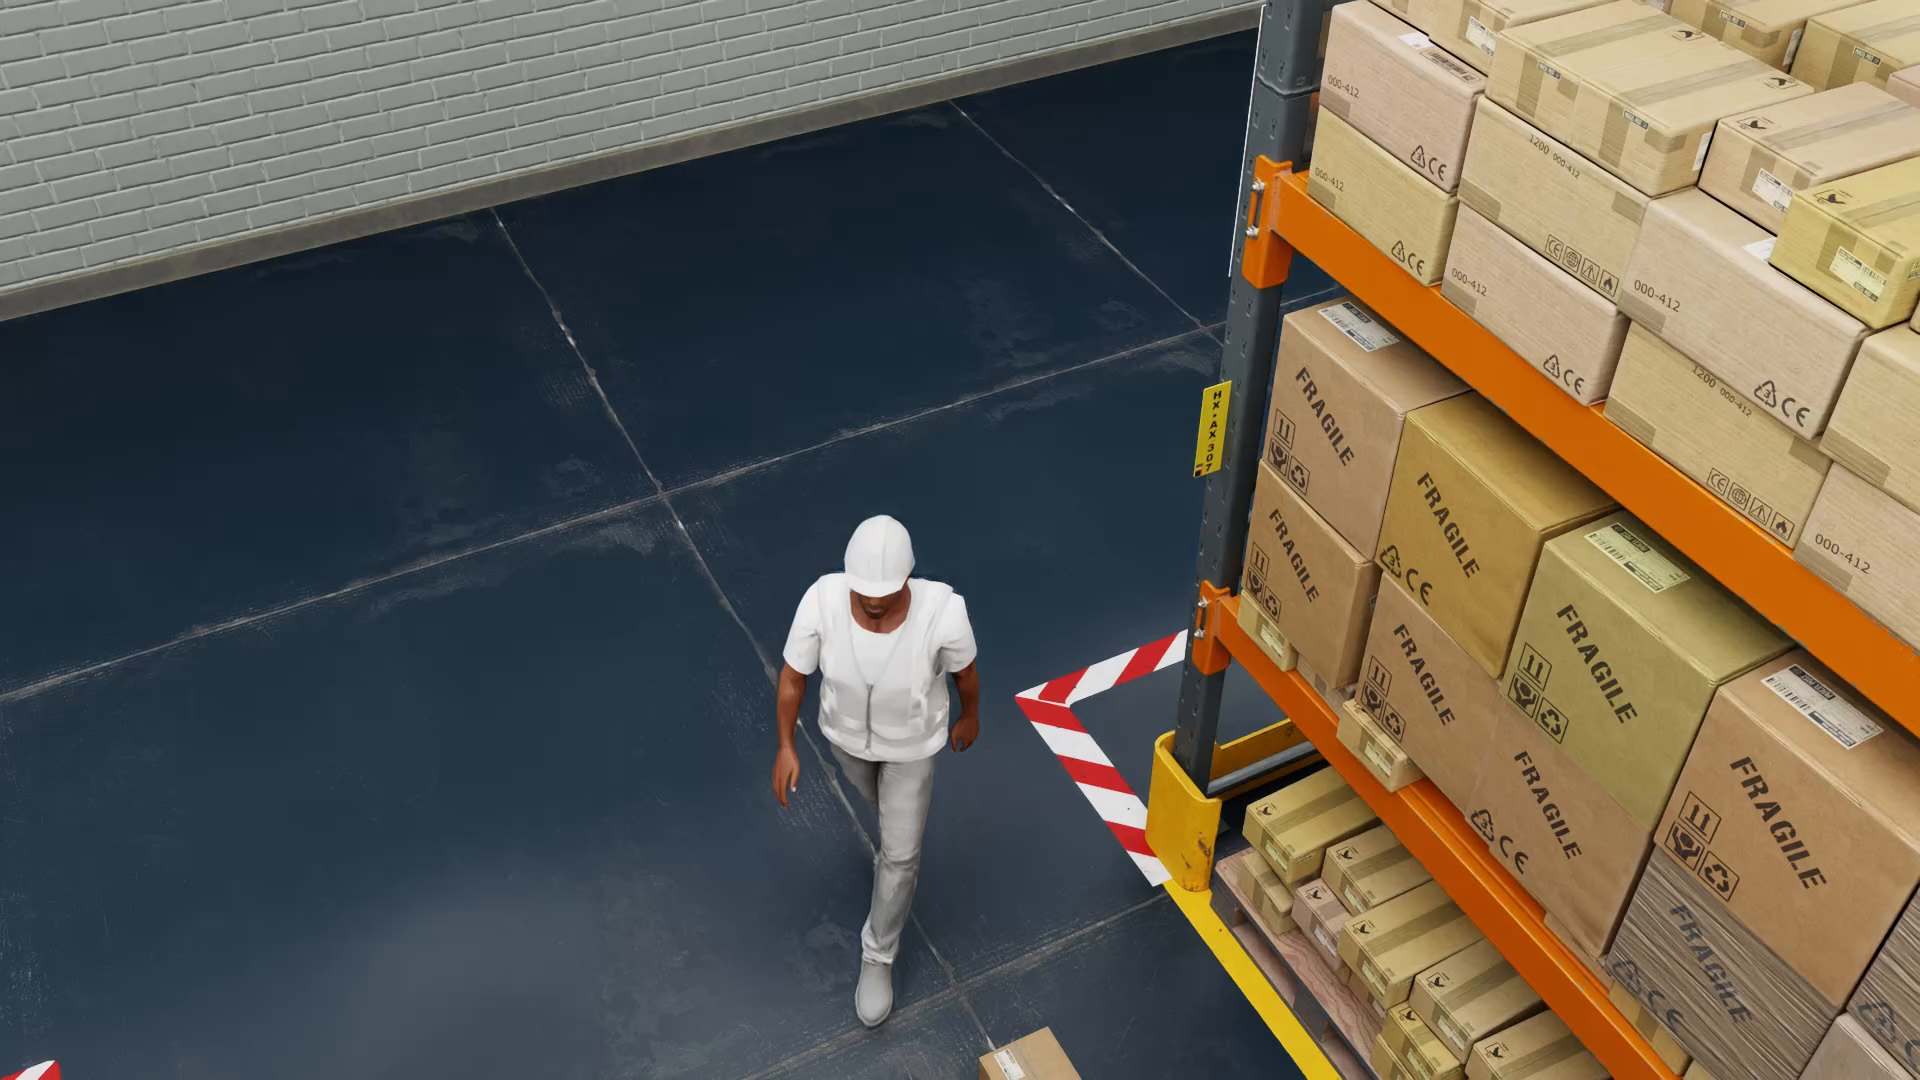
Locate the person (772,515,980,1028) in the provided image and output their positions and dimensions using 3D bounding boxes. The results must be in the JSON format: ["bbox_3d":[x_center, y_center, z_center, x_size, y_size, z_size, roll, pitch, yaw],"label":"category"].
[{"bbox_3d":[-0.296,0.674,5.340,0.587,1.724,0.910,12,43,14],"label":"person"}]
